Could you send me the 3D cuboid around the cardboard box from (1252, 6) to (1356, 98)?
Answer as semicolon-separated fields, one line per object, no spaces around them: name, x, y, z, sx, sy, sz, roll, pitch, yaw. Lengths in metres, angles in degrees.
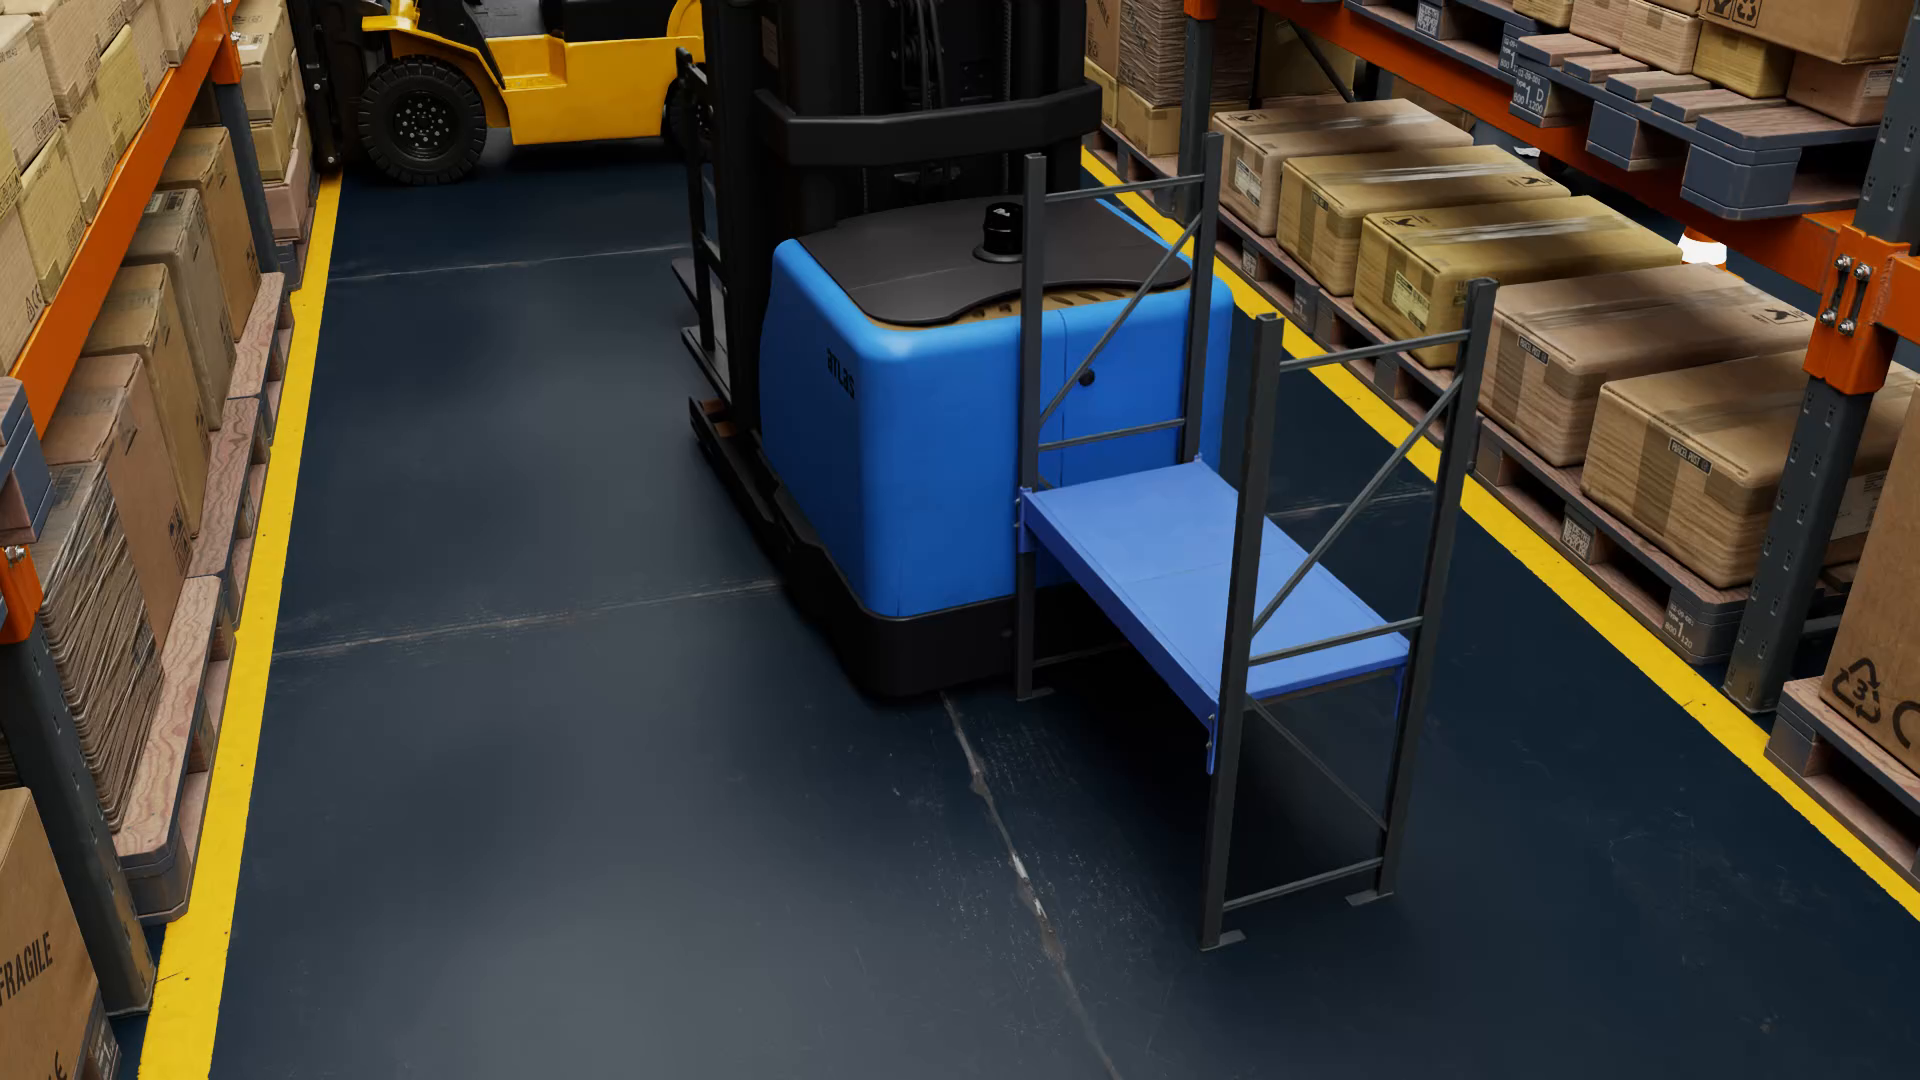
cardboard box;1.613;-2.490;8.135;0.500;0.500;0.500;-6;31;-11

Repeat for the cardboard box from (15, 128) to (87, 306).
cardboard box;-2.224;-0.685;3.588;0.500;0.250;0.500;-9;31;-14

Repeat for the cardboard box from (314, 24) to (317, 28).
cardboard box;-3.626;-2.647;8.656;0.500;0.250;0.500;-9;31;-14

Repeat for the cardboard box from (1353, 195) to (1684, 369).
cardboard box;2.032;-0.962;6.122;0.950;0.372;0.625;-7;31;-12

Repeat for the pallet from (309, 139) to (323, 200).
pallet;-3.773;-1.964;8.433;1.003;0.211;1.213;-8;31;-13

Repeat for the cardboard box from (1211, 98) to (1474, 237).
cardboard box;1.651;-1.644;7.301;0.950;0.372;0.625;-7;31;-13

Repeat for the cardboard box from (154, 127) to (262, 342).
cardboard box;-3.126;-1.095;6.098;0.875;0.625;0.625;-6;31;-11

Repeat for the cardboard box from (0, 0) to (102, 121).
cardboard box;-2.349;-1.155;3.901;0.500;0.250;0.500;-9;31;-15

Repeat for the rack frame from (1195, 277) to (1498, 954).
rack frame;0.760;0.211;3.388;0.500;1.500;0.032;-11;32;-19

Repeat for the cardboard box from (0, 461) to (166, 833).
cardboard box;-2.366;0.284;3.717;0.875;0.625;0.625;-7;31;-12

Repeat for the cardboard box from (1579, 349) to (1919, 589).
cardboard box;2.431;-0.240;4.874;0.950;0.372;0.625;-10;32;-17

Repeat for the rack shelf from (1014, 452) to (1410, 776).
rack shelf;0.571;0.130;3.887;0.538;0.185;1.000;-11;32;-19

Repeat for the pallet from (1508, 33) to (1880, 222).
pallet;2.279;-1.168;4.465;1.213;0.211;1.003;-8;31;-13

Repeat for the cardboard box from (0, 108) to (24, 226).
cardboard box;-2.071;-0.661;3.048;0.500;0.250;0.500;-8;31;-13

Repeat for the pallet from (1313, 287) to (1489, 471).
pallet;2.045;-0.680;6.214;1.003;0.211;1.213;-8;31;-13

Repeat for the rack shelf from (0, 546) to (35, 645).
rack shelf;-1.682;1.018;1.215;1.077;0.370;4.000;-8;31;-13

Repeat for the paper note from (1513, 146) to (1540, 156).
paper note;3.014;-2.051;8.763;0.148;0.019;0.142;-8;31;-13

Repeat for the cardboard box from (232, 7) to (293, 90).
cardboard box;-3.227;-2.139;7.279;0.500;0.250;0.500;-8;31;-13

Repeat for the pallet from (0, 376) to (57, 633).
pallet;-1.966;0.142;2.202;1.213;0.211;1.003;-8;31;-13

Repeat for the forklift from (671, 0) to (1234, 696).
forklift;-0.299;-1.579;5.051;1.130;2.935;3.031;-11;32;-19

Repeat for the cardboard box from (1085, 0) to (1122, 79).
cardboard box;0.957;-2.665;8.437;0.500;0.500;0.500;-7;31;-12

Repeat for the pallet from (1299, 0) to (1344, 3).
pallet;1.572;-2.381;6.562;1.003;0.211;1.213;-8;31;-13

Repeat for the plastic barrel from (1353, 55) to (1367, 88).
plastic barrel;2.456;-2.874;9.792;0.512;0.421;0.421;13;32;21

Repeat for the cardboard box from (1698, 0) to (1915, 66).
cardboard box;2.183;-1.457;3.958;0.500;0.500;0.500;-9;31;-15

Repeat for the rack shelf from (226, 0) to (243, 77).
rack shelf;-3.806;-2.846;7.890;1.077;0.370;4.000;-8;31;-13

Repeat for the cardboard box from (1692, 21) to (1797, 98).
cardboard box;2.117;-1.241;4.231;0.380;0.149;0.250;-7;31;-13

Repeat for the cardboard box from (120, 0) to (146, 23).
cardboard box;-2.625;-1.644;4.747;0.500;0.250;0.500;-7;31;-12

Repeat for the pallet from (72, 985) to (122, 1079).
pallet;-2.052;1.313;2.771;1.003;0.211;1.213;-8;31;-13

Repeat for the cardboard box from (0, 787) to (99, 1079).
cardboard box;-1.894;0.816;2.921;0.500;0.500;0.500;-7;31;-12

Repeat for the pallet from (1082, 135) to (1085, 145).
pallet;0.970;-2.556;9.455;1.003;0.211;1.213;-8;31;-13

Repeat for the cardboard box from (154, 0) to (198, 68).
cardboard box;-2.750;-1.676;5.300;0.500;0.250;0.500;-8;31;-14

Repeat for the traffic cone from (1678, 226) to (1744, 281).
traffic cone;3.189;-1.342;7.107;0.336;0.463;0.334;-8;31;-13

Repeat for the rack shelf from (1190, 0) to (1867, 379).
rack shelf;2.040;-1.576;5.696;1.077;0.370;4.000;-8;31;-13

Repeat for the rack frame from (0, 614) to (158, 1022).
rack frame;-2.213;-0.259;2.704;1.000;3.000;0.127;-8;31;-13

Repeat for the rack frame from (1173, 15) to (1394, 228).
rack frame;1.510;-2.853;7.185;1.000;3.000;0.127;-8;31;-13

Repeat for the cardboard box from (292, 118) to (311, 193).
cardboard box;-3.234;-1.704;7.525;0.500;0.250;0.500;-9;31;-14

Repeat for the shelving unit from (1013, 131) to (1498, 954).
shelving unit;0.571;-0.025;3.797;0.538;1.500;1.048;-11;32;-19

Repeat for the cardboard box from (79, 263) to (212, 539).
cardboard box;-2.726;-0.356;4.822;0.875;0.625;0.625;-9;31;-15

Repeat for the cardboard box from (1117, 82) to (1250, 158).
cardboard box;1.094;-2.095;8.200;0.500;0.250;0.500;-6;31;-11

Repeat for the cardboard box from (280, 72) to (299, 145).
cardboard box;-3.241;-1.917;7.394;0.500;0.250;0.500;-8;31;-14

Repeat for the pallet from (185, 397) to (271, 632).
pallet;-2.714;-0.043;5.114;1.003;0.211;1.213;-8;31;-13

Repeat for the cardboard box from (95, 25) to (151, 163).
cardboard box;-2.504;-1.183;4.450;0.500;0.250;0.500;-7;31;-12

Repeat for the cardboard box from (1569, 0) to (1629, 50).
cardboard box;1.947;-1.479;4.643;0.380;0.149;0.250;-9;31;-16
